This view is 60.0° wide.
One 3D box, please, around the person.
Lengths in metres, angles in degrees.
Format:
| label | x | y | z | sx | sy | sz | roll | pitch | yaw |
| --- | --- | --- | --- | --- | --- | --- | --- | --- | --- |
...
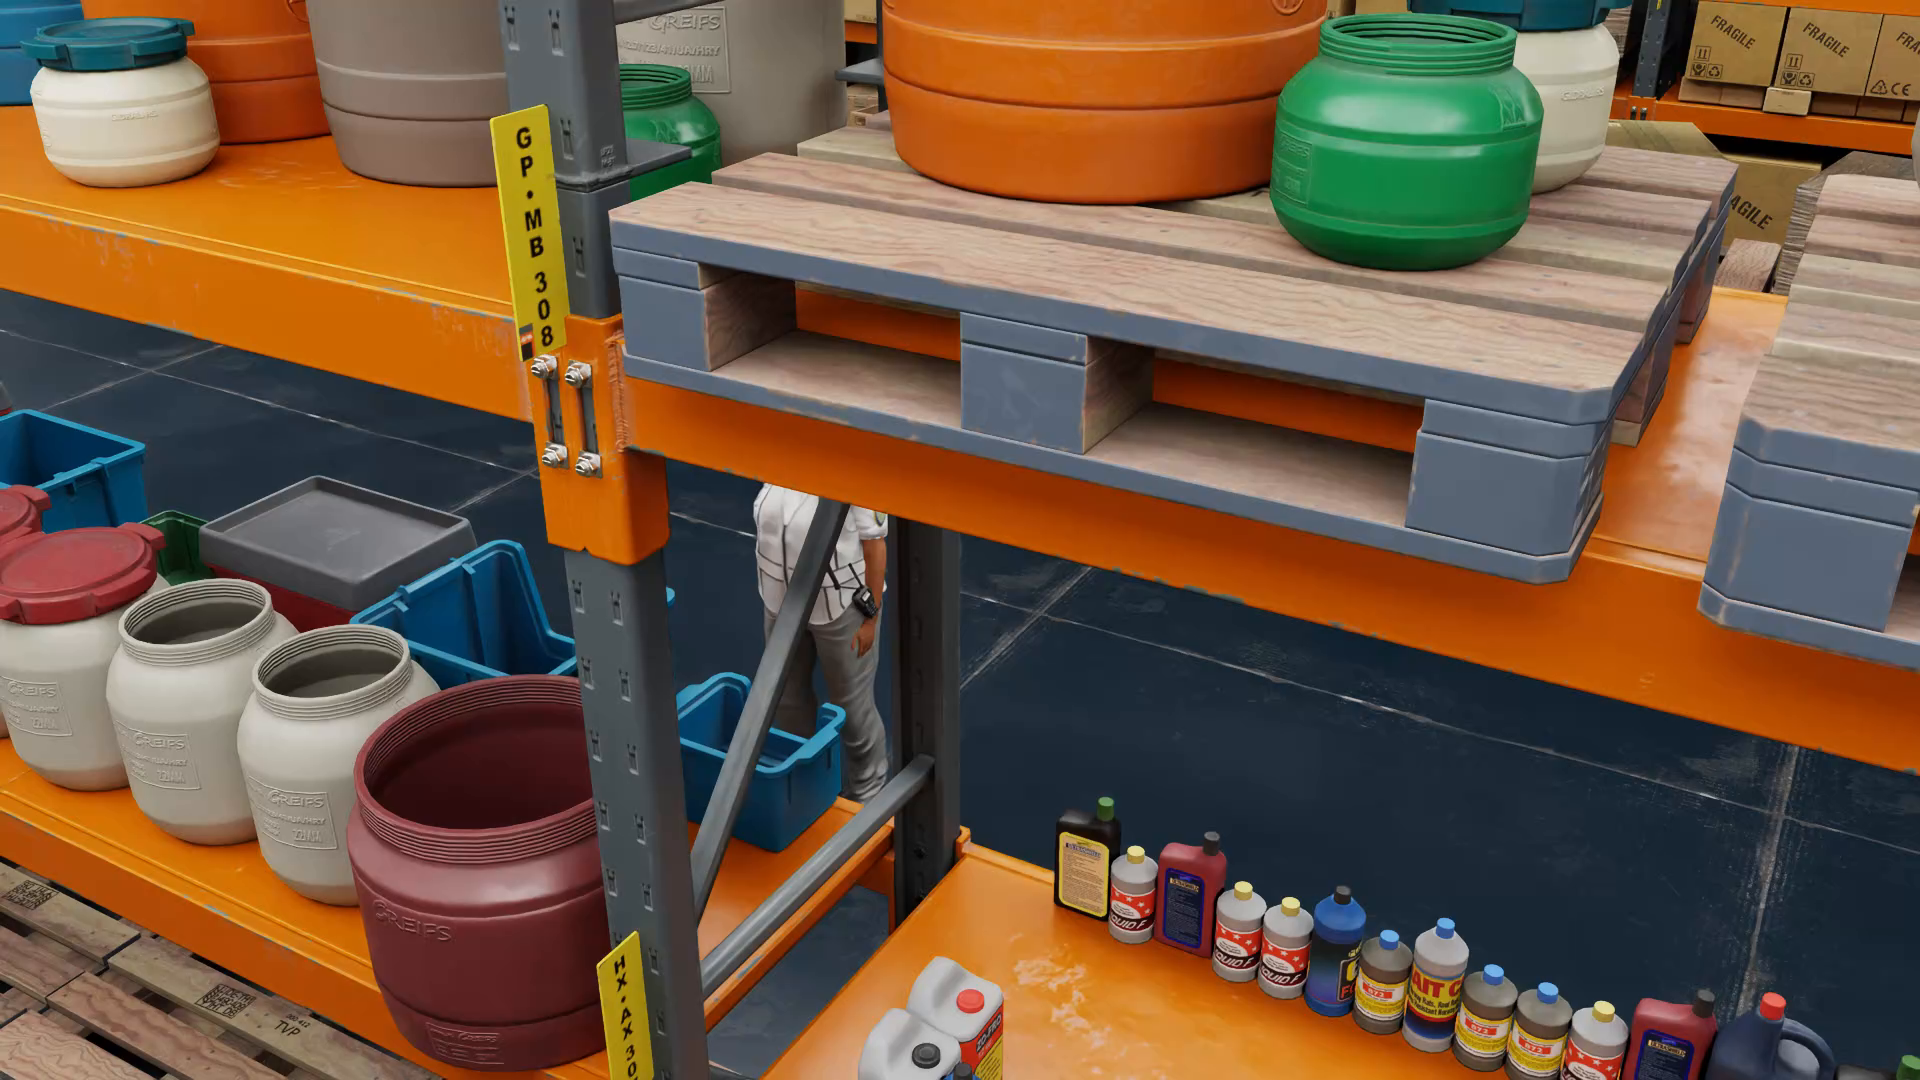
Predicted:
| label | x | y | z | sx | sy | sz | roll | pitch | yaw |
| --- | --- | --- | --- | --- | --- | --- | --- | --- | --- |
| person | -0.465 | 0.232 | 5.671 | 0.467 | 1.669 | 0.390 | 15 | 30 | 27 |
